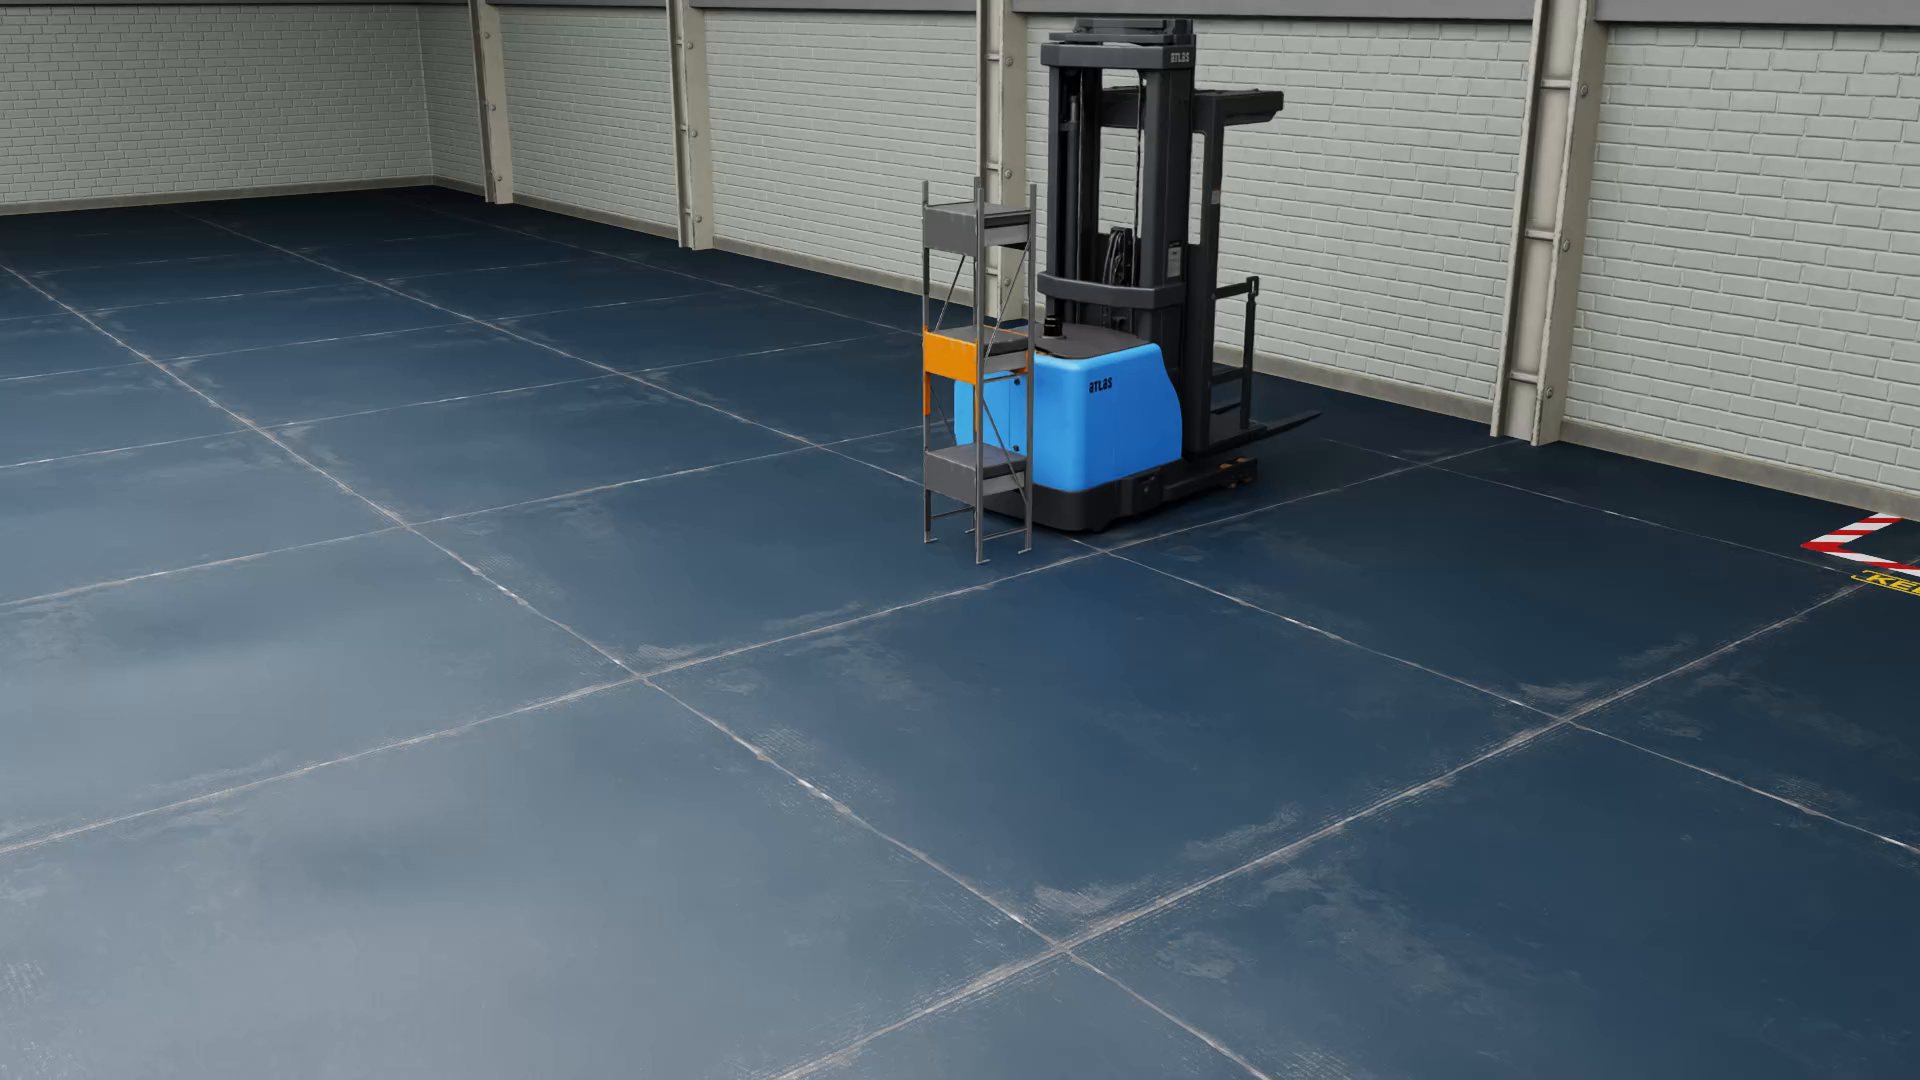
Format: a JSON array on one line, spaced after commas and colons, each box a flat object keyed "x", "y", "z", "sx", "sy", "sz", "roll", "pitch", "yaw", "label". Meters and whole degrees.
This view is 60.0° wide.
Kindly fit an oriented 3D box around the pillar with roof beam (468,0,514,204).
[{"x": -10.429, "y": -8.616, "z": 21.567, "sx": 9.100, "sy": 9.000, "sz": 0.400, "roll": -14, "pitch": 23, "yaw": -36, "label": "pillar with roof beam"}]

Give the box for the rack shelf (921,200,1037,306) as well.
[{"x": 0.103, "y": -1.608, "z": 9.193, "sx": 0.431, "sy": 0.518, "sz": 0.480, "roll": -14, "pitch": 23, "yaw": -36, "label": "rack shelf"}]

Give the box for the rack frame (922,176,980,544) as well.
[{"x": -0.049, "y": -1.016, "z": 9.591, "sx": 0.400, "sy": 2.100, "sz": 0.015, "roll": -14, "pitch": 23, "yaw": -36, "label": "rack frame"}]

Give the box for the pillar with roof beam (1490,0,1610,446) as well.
[{"x": 0.747, "y": -4.181, "z": 8.172, "sx": 9.100, "sy": 9.000, "sz": 0.400, "roll": -14, "pitch": 23, "yaw": -36, "label": "pillar with roof beam"}]

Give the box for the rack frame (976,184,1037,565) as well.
[{"x": 0.254, "y": -0.896, "z": 9.228, "sx": 0.400, "sy": 2.100, "sz": 0.015, "roll": -14, "pitch": 23, "yaw": -36, "label": "rack frame"}]

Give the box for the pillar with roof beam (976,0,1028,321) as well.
[{"x": -2.978, "y": -5.659, "z": 12.637, "sx": 9.100, "sy": 9.000, "sz": 0.400, "roll": -14, "pitch": 23, "yaw": -36, "label": "pillar with roof beam"}]

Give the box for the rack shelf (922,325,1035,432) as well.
[{"x": 0.103, "y": -0.943, "z": 9.414, "sx": 0.431, "sy": 0.518, "sz": 0.480, "roll": -14, "pitch": 23, "yaw": -36, "label": "rack shelf"}]

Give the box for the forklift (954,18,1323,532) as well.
[{"x": 1.325, "y": -1.822, "z": 10.702, "sx": 1.130, "sy": 2.935, "sz": 3.031, "roll": 16, "pitch": 24, "yaw": 41, "label": "forklift"}]

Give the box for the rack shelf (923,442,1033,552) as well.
[{"x": 0.103, "y": -0.279, "z": 9.634, "sx": 0.431, "sy": 0.518, "sz": 0.480, "roll": -14, "pitch": 23, "yaw": -36, "label": "rack shelf"}]

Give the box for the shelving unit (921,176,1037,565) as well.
[{"x": 0.103, "y": -0.956, "z": 9.409, "sx": 0.431, "sy": 2.100, "sz": 0.503, "roll": -14, "pitch": 23, "yaw": -36, "label": "shelving unit"}]

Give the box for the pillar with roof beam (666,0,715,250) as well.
[{"x": -6.703, "y": -7.138, "z": 17.102, "sx": 9.100, "sy": 9.000, "sz": 0.400, "roll": -14, "pitch": 23, "yaw": -36, "label": "pillar with roof beam"}]
